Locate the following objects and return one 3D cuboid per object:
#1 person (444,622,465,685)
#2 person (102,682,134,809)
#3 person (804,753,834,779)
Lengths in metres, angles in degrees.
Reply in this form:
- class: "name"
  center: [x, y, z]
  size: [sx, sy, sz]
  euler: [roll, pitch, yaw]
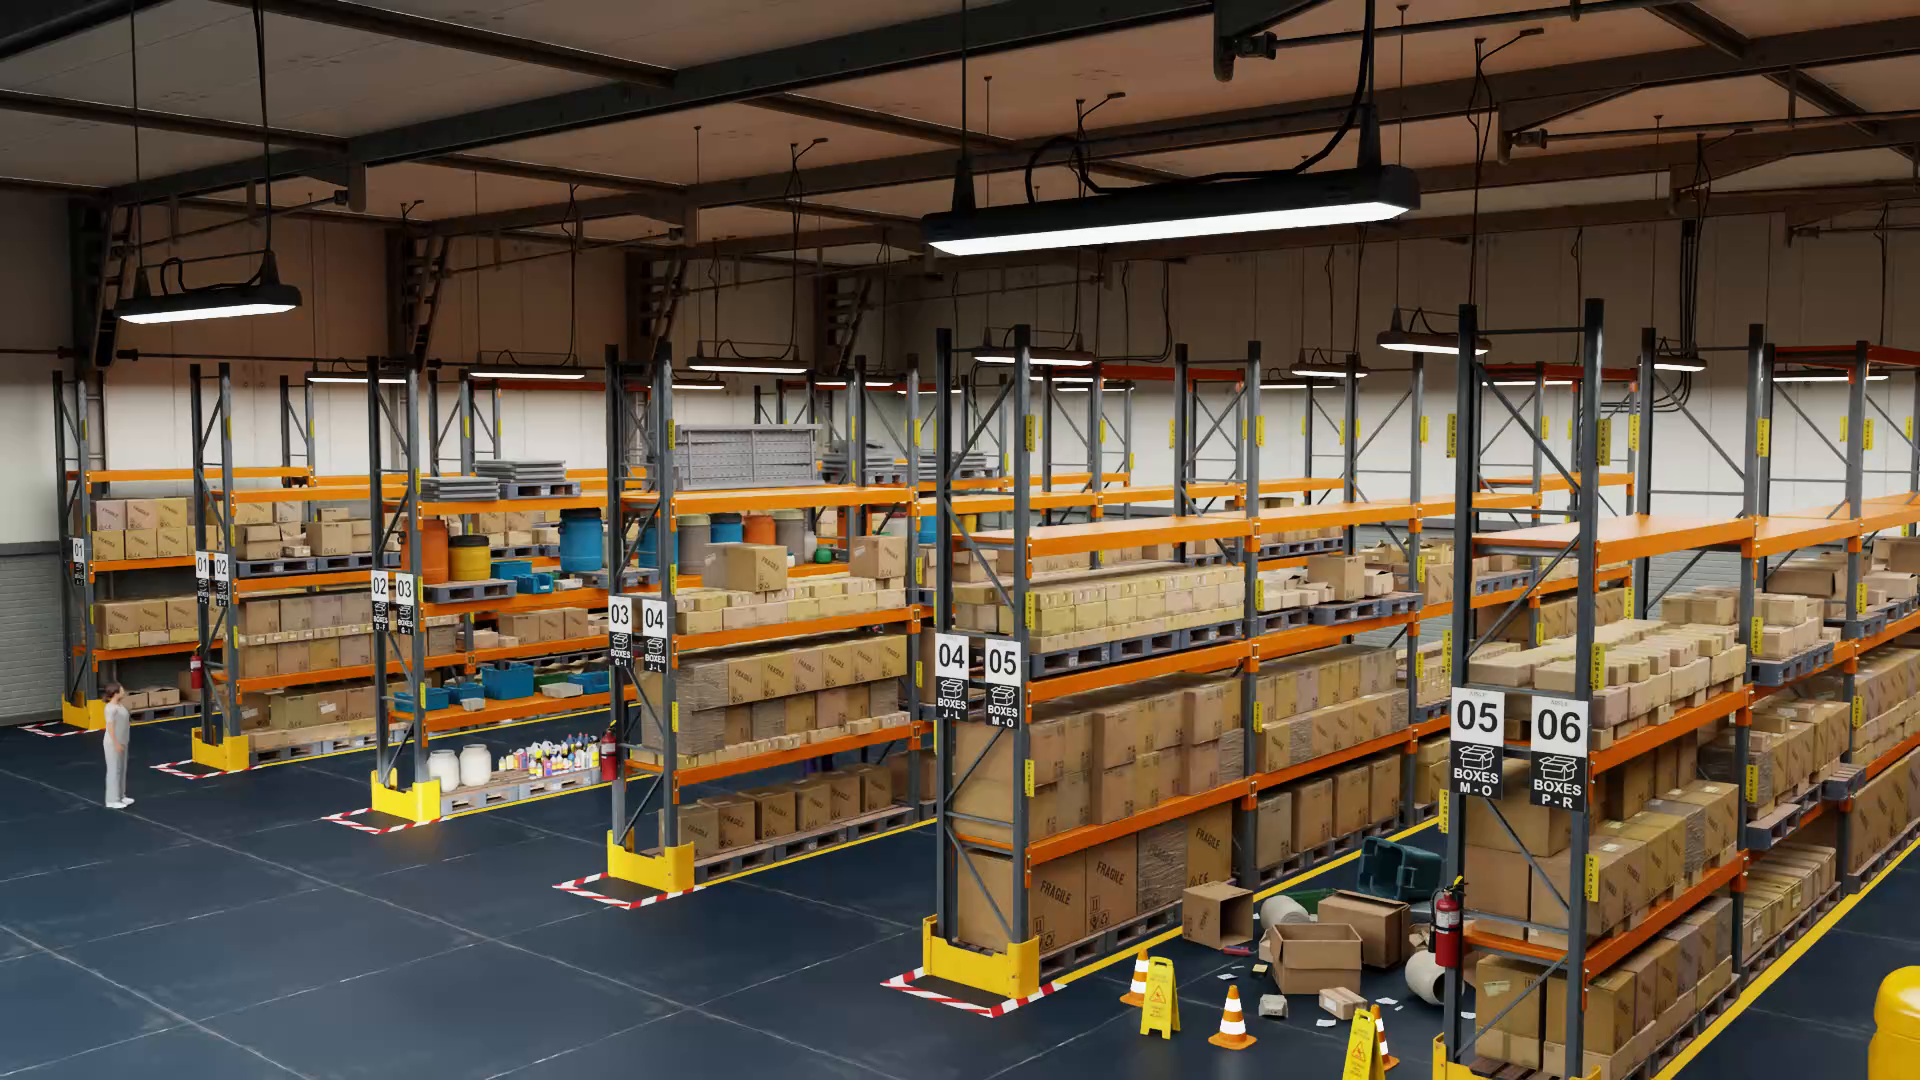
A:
- class: "person"
  center: [-9.188, 2.124, 30.030]
  size: [0.662, 1.802, 0.583]
  euler: [-2, 5, -30]
- class: "person"
  center: [-11.257, 2.736, 22.208]
  size: [0.339, 1.658, 0.468]
  euler: [0, 4, 0]
- class: "person"
  center: [-1.949, 2.708, 22.902]
  size: [0.395, 1.670, 0.625]
  euler: [4, 6, 42]
